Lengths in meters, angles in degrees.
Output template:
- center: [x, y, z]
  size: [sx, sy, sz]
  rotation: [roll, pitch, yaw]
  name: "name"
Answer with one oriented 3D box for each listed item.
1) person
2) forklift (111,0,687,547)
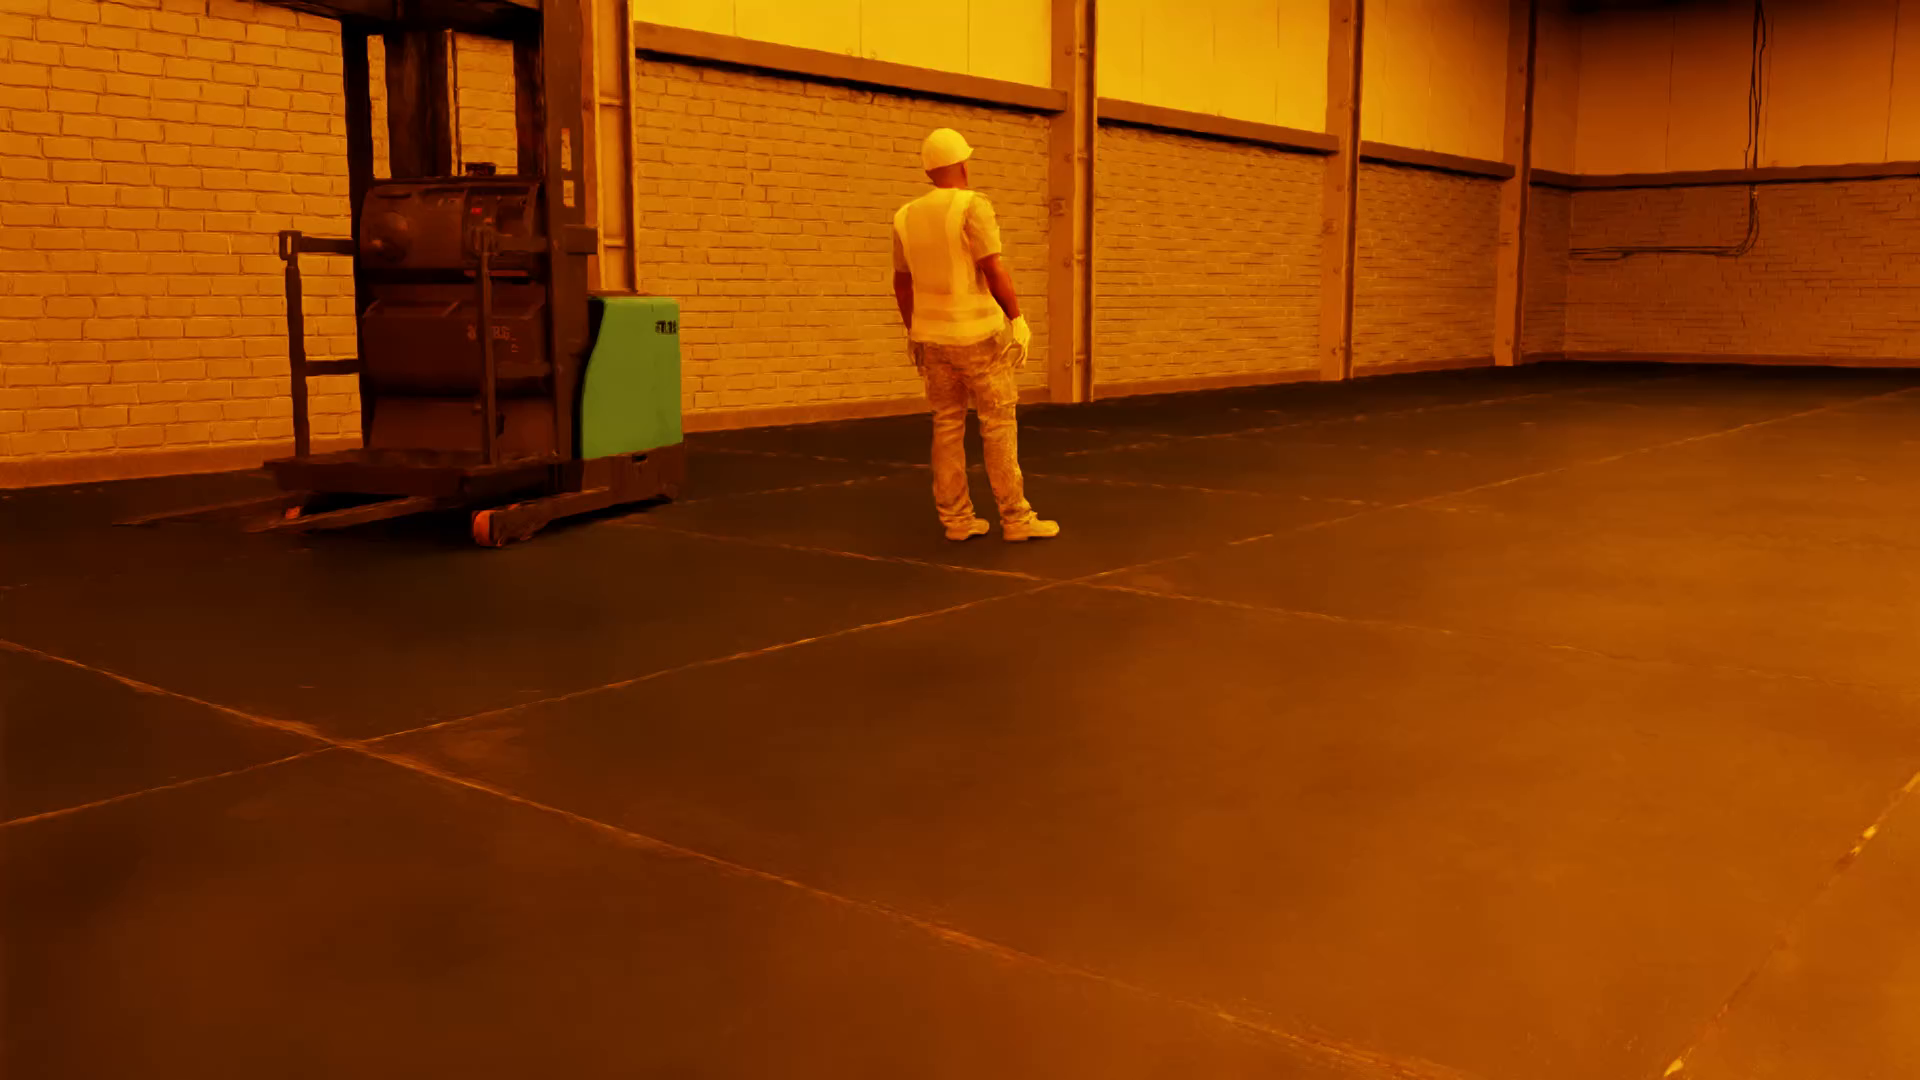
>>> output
- center: [0.052, -0.896, 7.325]
  size: [0.655, 1.782, 0.576]
  rotation: [7, 11, 38]
  name: "person"
- center: [-2.408, -1.484, 7.423]
  size: [1.130, 2.935, 3.031]
  rotation: [3, 9, 19]
  name: "forklift"
